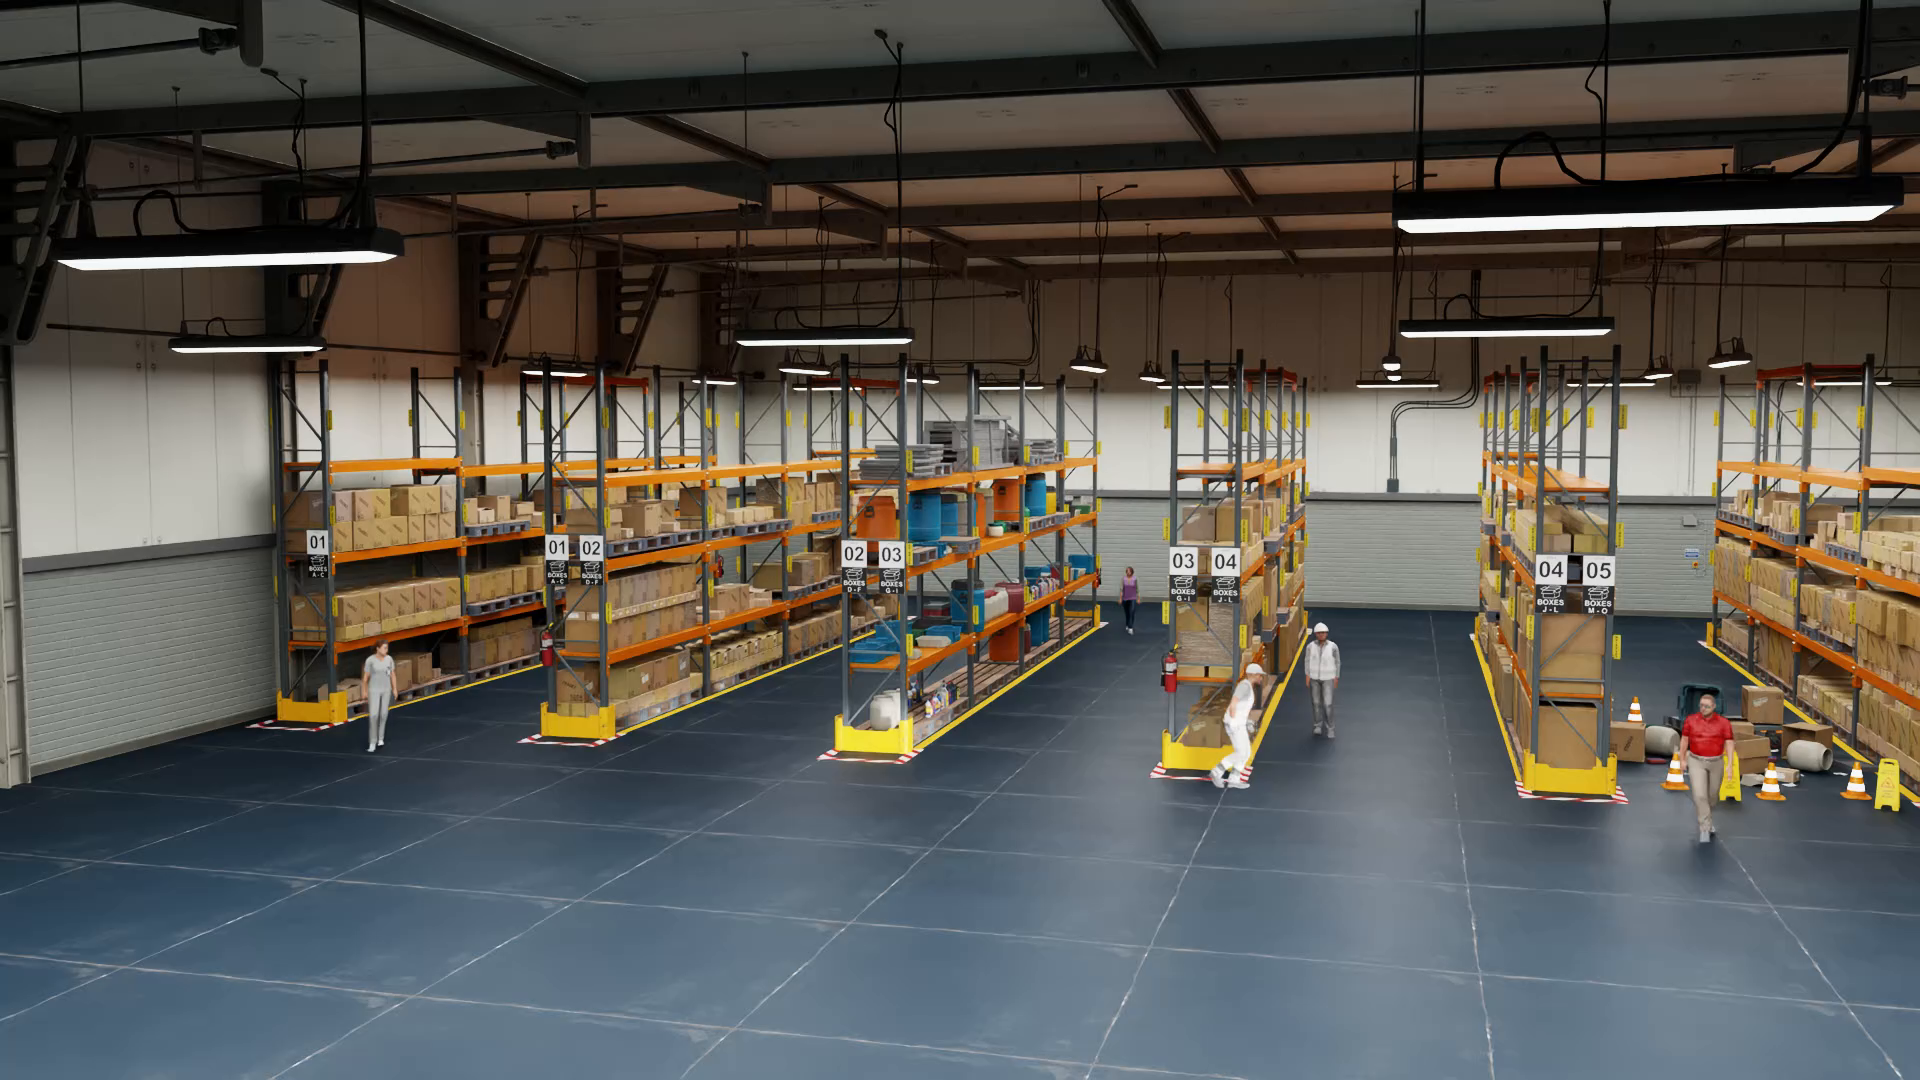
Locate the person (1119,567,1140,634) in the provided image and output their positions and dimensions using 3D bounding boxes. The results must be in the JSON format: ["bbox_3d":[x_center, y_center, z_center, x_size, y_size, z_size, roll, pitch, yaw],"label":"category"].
[{"bbox_3d":[3.987,1.391,39.148,0.469,1.536,0.952,1,4,13],"label":"person"}]

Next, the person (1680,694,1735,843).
[{"bbox_3d":[8.977,2.736,19.985,0.563,1.779,0.691,1,4,16],"label":"person"}]

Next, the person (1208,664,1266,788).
[{"bbox_3d":[3.786,2.537,22.702,0.761,1.685,0.678,1,4,10],"label":"person"}]

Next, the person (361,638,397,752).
[{"bbox_3d":[-8.883,2.360,25.423,0.538,1.726,0.552,-4,6,-42],"label":"person"}]

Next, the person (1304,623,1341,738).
[{"bbox_3d":[5.734,2.251,26.393,0.543,1.864,0.481,2,5,26],"label":"person"}]
